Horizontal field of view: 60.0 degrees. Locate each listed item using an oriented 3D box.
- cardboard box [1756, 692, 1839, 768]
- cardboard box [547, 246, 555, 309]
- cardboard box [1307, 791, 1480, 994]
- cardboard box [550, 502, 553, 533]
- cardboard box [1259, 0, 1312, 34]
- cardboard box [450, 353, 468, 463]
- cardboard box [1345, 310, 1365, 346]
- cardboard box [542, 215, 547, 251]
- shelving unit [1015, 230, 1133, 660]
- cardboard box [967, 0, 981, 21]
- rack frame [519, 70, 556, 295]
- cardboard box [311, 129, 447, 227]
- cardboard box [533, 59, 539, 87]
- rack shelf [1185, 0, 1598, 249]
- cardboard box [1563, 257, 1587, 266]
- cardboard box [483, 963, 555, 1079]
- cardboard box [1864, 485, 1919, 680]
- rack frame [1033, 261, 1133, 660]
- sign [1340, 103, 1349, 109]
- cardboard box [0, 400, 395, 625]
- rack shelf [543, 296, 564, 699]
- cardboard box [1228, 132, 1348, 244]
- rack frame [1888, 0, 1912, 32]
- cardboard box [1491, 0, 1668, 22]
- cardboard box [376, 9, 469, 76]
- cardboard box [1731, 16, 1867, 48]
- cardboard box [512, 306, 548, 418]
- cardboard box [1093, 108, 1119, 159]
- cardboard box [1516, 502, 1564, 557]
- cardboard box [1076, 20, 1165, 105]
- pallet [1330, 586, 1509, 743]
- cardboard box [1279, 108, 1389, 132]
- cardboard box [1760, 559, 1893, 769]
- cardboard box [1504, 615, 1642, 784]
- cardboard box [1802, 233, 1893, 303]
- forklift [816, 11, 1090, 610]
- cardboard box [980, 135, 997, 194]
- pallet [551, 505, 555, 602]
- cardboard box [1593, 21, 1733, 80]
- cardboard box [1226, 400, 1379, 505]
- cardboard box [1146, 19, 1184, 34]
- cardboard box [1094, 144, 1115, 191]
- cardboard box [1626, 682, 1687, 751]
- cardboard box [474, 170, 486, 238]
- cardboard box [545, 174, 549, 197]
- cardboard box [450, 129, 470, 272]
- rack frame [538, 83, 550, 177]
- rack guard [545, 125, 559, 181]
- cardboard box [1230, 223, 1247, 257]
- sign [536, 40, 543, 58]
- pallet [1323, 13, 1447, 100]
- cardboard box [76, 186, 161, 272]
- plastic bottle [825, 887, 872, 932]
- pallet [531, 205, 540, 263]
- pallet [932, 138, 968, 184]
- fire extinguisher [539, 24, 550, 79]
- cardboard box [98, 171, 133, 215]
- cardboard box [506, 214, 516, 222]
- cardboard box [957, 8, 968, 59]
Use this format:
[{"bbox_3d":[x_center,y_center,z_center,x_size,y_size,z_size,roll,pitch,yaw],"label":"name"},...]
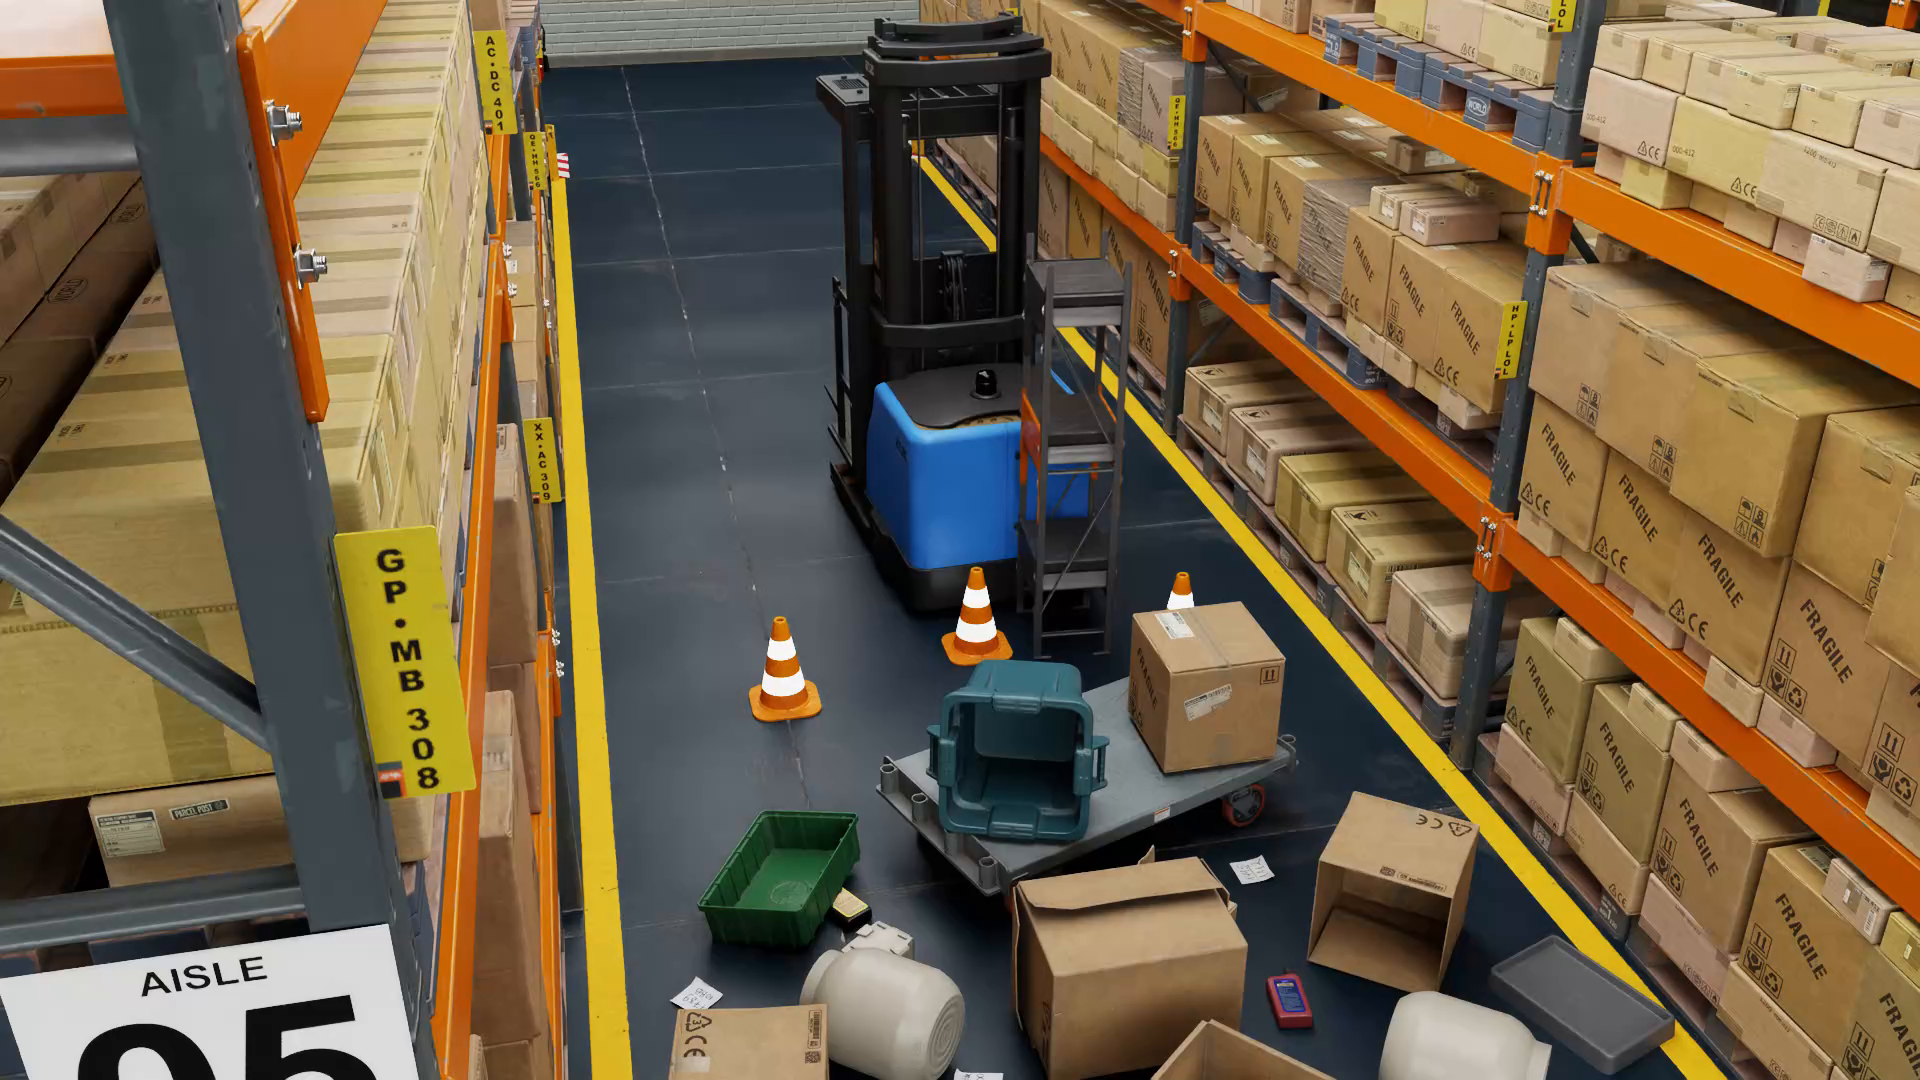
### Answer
[{"bbox_3d":[2.892,0.604,5.503,0.380,0.149,0.250,-6,27,-12],"label":"cardboard box"},{"bbox_3d":[-3.420,-2.086,12.863,0.500,0.500,0.500,-6,27,-13],"label":"cardboard box"},{"bbox_3d":[1.686,1.374,6.470,0.500,0.500,0.500,13,30,24],"label":"cardboard box"},{"bbox_3d":[-2.881,-0.465,9.373,1.050,0.750,0.750,-6,27,-12],"label":"cardboard box"},{"bbox_3d":[2.073,-3.072,9.067,0.700,0.500,0.500,-6,27,-12],"label":"cardboard box"},{"bbox_3d":[-1.177,-0.242,3.274,0.380,0.149,0.250,-6,27,-12],"label":"cardboard box"},{"bbox_3d":[2.170,-1.072,8.357,0.380,0.149,0.250,-6,27,-12],"label":"cardboard box"},{"bbox_3d":[-3.315,-2.192,12.240,0.500,0.250,0.500,-5,27,-9],"label":"cardboard box"},{"bbox_3d":[0.548,-0.442,8.286,0.431,2.100,0.503,-4,28,-8],"label":"shelving unit"},{"bbox_3d":[0.362,-4.977,15.062,0.500,0.500,0.500,-6,27,-11],"label":"cardboard box"},{"bbox_3d":[-3.832,-3.314,12.987,1.000,3.000,0.127,-6,27,-12],"label":"rack frame"},{"bbox_3d":[-1.236,-0.710,3.317,0.380,0.149,0.250,-6,27,-11],"label":"cardboard box"},{"bbox_3d":[-3.895,-4.176,14.253,0.500,0.500,0.500,-7,28,-13],"label":"cardboard box"},{"bbox_3d":[2.320,-2.245,8.339,1.077,0.370,4.000,-6,27,-12],"label":"rack shelf"},{"bbox_3d":[2.944,-0.949,7.394,0.500,0.500,0.500,-5,27,-10],"label":"cardboard box"},{"bbox_3d":[-1.405,1.231,3.816,0.875,0.550,0.550,-6,27,-12],"label":"cardboard box"},{"bbox_3d":[3.022,0.145,4.584,0.700,0.500,0.500,-6,27,-12],"label":"cardboard box"},{"bbox_3d":[0.585,-0.331,8.072,0.400,2.100,0.015,-4,28,-8],"label":"rack frame"},{"bbox_3d":[2.396,-2.646,10.466,0.100,0.325,0.005,-6,27,-12],"label":"sign"},{"bbox_3d":[-0.893,-0.040,1.988,0.380,0.149,0.250,-6,27,-11],"label":"cardboard box"},{"bbox_3d":[-2.480,-0.359,7.931,1.077,0.370,4.000,-6,27,-12],"label":"rack shelf"},{"bbox_3d":[1.869,-2.021,9.518,0.500,0.500,0.500,-5,27,-9],"label":"cardboard box"},{"bbox_3d":[6.704,-2.611,11.594,1.000,3.000,0.127,-6,27,-12],"label":"rack frame"},{"bbox_3d":[2.516,-2.273,6.742,0.500,0.250,0.500,-5,27,-10],"label":"cardboard box"},{"bbox_3d":[-1.580,-1.378,4.639,0.380,0.149,0.250,-6,27,-12],"label":"cardboard box"},{"bbox_3d":[3.055,-1.815,6.082,0.380,0.149,0.250,-5,27,-11],"label":"cardboard box"},{"bbox_3d":[-2.225,-0.769,7.834,0.500,0.500,0.500,-6,27,-11],"label":"cardboard box"},{"bbox_3d":[1.258,-2.896,11.770,0.500,0.250,0.500,-7,28,-13],"label":"cardboard box"},{"bbox_3d":[2.529,-0.066,6.831,0.380,0.149,0.250,-6,27,-12],"label":"cardboard box"},{"bbox_3d":[1.162,-3.463,12.061,0.500,0.500,0.500,-6,27,-12],"label":"cardboard box"},{"bbox_3d":[2.594,0.554,8.418,1.003,0.211,1.213,-6,27,-12],"label":"pallet"},{"bbox_3d":[2.242,-2.299,10.068,0.500,0.500,0.500,-7,28,-13],"label":"cardboard box"},{"bbox_3d":[2.968,0.354,5.278,0.500,0.500,0.500,-6,27,-11],"label":"cardboard box"},{"bbox_3d":[2.640,0.643,6.901,0.500,0.500,0.500,-5,27,-9],"label":"cardboard box"},{"bbox_3d":[2.807,-0.839,5.034,0.380,0.149,0.250,-6,28,-13],"label":"cardboard box"},{"bbox_3d":[-0.176,-1.579,9.626,1.130,2.935,3.031,-8,28,-15],"label":"forklift"},{"bbox_3d":[0.728,-3.584,15.900,0.875,0.438,0.875,-7,28,-13],"label":"cardboard box"},{"bbox_3d":[-2.827,0.040,9.436,1.003,0.211,1.213,-6,27,-12],"label":"pallet"},{"bbox_3d":[2.523,-1.761,5.974,0.380,0.149,0.250,-6,27,-13],"label":"cardboard box"},{"bbox_3d":[2.161,-0.547,9.956,0.950,0.372,0.625,-6,27,-13],"label":"cardboard box"},{"bbox_3d":[1.663,-3.505,12.144,0.500,0.500,0.500,-6,27,-11],"label":"cardboard box"},{"bbox_3d":[1.274,-2.679,11.896,0.500,0.250,0.500,-6,27,-12],"label":"cardboard box"},{"bbox_3d":[2.728,0.639,6.188,0.380,0.149,0.250,-5,27,-10],"label":"cardboard box"},{"bbox_3d":[-1.519,-0.910,4.596,0.380,0.149,0.250,-6,27,-11],"label":"cardboard box"},{"bbox_3d":[-3.960,-3.229,15.185,0.380,0.149,0.250,-6,27,-11],"label":"cardboard box"},{"bbox_3d":[-1.444,-0.807,3.951,0.500,0.250,0.500,-6,27,-12],"label":"cardboard box"},{"bbox_3d":[-4.734,-5.070,16.466,1.000,3.000,0.127,-6,27,-12],"label":"rack frame"},{"bbox_3d":[-4.717,-3.921,16.963,1.175,0.500,0.348,-6,27,-12],"label":"rack guard"},{"bbox_3d":[1.809,-1.767,9.734,0.380,0.149,0.250,-8,28,-15],"label":"cardboard box"},{"bbox_3d":[-3.292,-3.889,12.841,0.100,0.325,0.005,-6,27,-12],"label":"sign"},{"bbox_3d":[2.498,-2.341,7.939,1.213,0.211,1.003,-6,27,-12],"label":"pallet"},{"bbox_3d":[-1.848,-0.531,3.404,0.500,0.250,0.500,-6,27,-11],"label":"cardboard box"},{"bbox_3d":[-0.497,1.478,6.754,0.133,0.061,0.283,-23,35,-38],"label":"plastic bottle"},{"bbox_3d":[-3.195,-1.775,10.150,1.213,0.211,1.003,-6,27,-12],"label":"pallet"},{"bbox_3d":[0.323,-4.029,17.499,1.003,0.211,1.213,-6,27,-12],"label":"pallet"},{"bbox_3d":[-4.341,-5.027,16.880,0.296,0.674,0.183,-6,27,-12],"label":"fire extinguisher"},{"bbox_3d":[-1.936,-0.755,3.405,0.380,0.149,0.250,-6,27,-12],"label":"cardboard box"},{"bbox_3d":[-2.835,-1.850,9.900,0.380,0.149,0.250,-6,27,-12],"label":"cardboard box"},{"bbox_3d":[0.262,-4.759,15.739,0.500,0.500,0.500,-5,27,-10],"label":"cardboard box"}]
